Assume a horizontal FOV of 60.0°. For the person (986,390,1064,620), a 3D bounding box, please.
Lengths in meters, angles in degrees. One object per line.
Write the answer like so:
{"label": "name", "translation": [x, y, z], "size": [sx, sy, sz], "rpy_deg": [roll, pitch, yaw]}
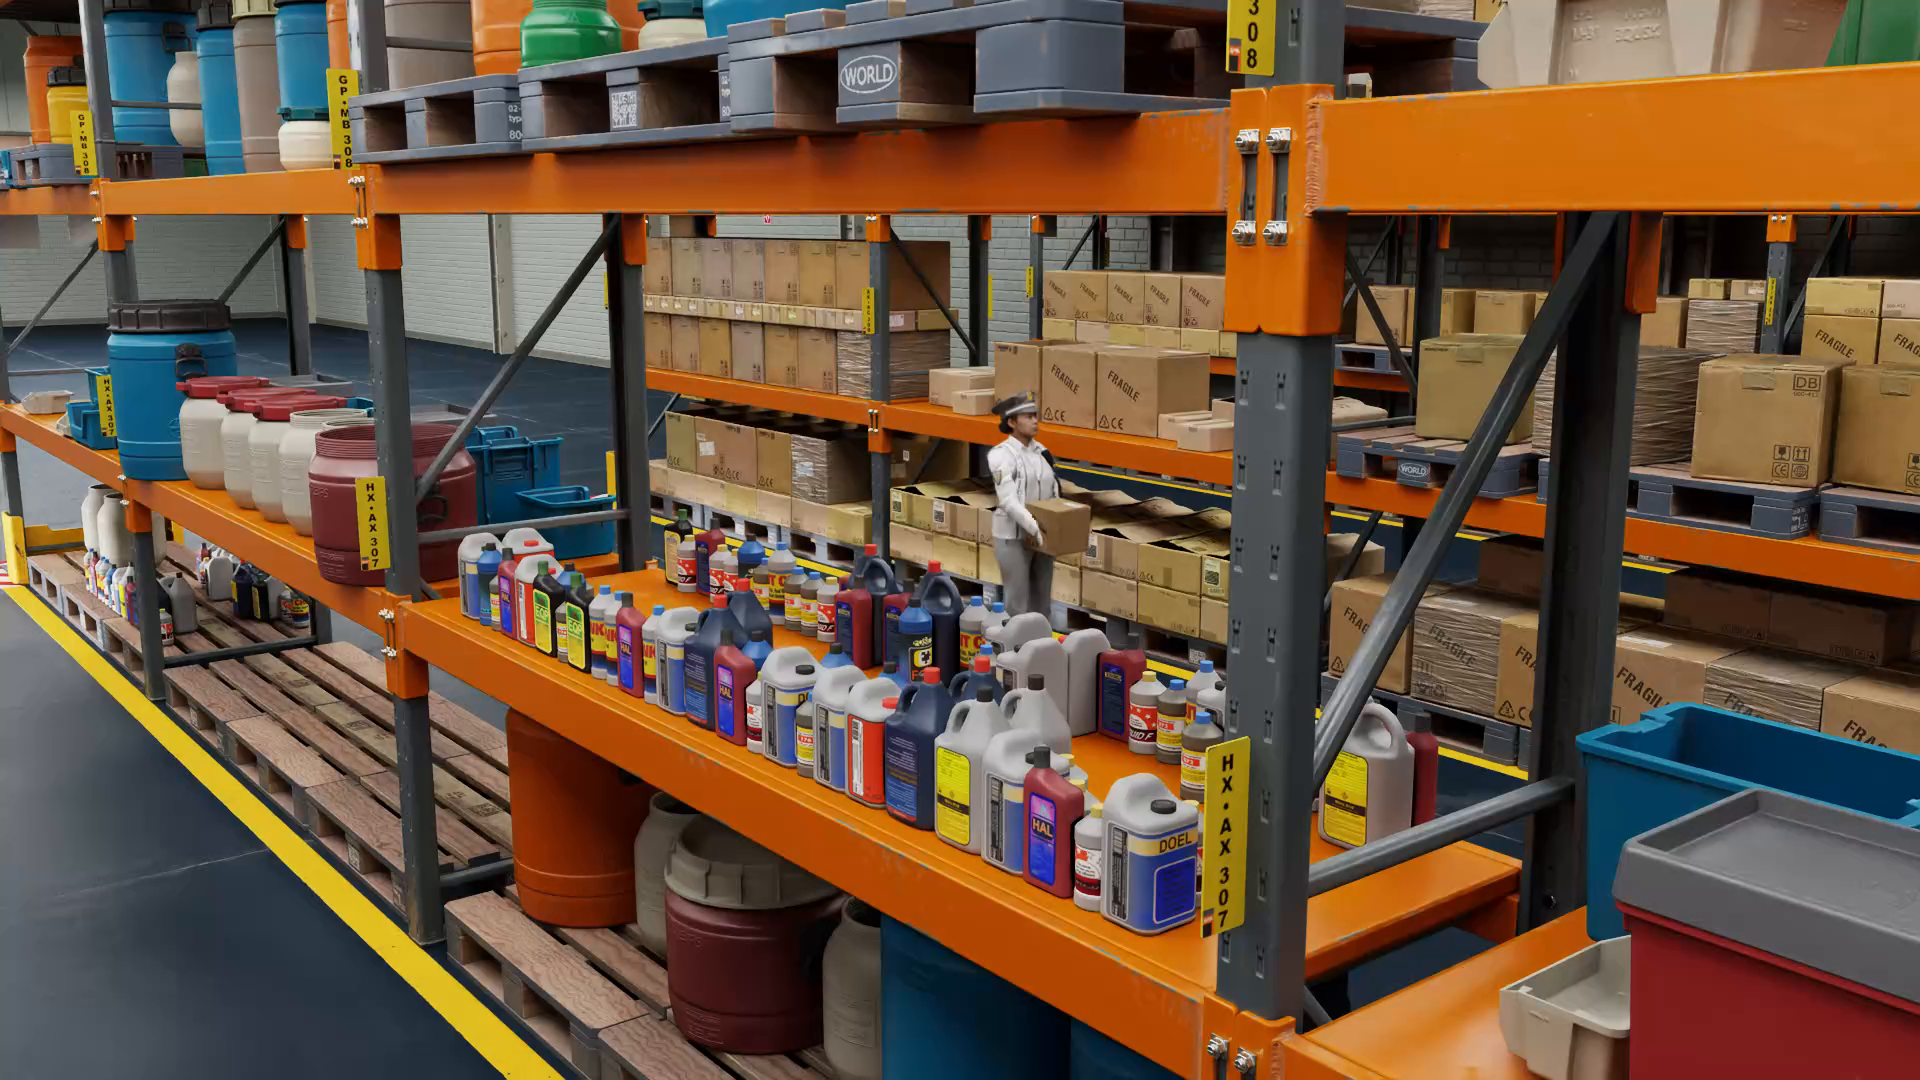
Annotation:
{"label": "person", "translation": [0.409, 0.016, 9.256], "size": [0.552, 1.697, 0.468], "rpy_deg": [10, 15, 42]}
